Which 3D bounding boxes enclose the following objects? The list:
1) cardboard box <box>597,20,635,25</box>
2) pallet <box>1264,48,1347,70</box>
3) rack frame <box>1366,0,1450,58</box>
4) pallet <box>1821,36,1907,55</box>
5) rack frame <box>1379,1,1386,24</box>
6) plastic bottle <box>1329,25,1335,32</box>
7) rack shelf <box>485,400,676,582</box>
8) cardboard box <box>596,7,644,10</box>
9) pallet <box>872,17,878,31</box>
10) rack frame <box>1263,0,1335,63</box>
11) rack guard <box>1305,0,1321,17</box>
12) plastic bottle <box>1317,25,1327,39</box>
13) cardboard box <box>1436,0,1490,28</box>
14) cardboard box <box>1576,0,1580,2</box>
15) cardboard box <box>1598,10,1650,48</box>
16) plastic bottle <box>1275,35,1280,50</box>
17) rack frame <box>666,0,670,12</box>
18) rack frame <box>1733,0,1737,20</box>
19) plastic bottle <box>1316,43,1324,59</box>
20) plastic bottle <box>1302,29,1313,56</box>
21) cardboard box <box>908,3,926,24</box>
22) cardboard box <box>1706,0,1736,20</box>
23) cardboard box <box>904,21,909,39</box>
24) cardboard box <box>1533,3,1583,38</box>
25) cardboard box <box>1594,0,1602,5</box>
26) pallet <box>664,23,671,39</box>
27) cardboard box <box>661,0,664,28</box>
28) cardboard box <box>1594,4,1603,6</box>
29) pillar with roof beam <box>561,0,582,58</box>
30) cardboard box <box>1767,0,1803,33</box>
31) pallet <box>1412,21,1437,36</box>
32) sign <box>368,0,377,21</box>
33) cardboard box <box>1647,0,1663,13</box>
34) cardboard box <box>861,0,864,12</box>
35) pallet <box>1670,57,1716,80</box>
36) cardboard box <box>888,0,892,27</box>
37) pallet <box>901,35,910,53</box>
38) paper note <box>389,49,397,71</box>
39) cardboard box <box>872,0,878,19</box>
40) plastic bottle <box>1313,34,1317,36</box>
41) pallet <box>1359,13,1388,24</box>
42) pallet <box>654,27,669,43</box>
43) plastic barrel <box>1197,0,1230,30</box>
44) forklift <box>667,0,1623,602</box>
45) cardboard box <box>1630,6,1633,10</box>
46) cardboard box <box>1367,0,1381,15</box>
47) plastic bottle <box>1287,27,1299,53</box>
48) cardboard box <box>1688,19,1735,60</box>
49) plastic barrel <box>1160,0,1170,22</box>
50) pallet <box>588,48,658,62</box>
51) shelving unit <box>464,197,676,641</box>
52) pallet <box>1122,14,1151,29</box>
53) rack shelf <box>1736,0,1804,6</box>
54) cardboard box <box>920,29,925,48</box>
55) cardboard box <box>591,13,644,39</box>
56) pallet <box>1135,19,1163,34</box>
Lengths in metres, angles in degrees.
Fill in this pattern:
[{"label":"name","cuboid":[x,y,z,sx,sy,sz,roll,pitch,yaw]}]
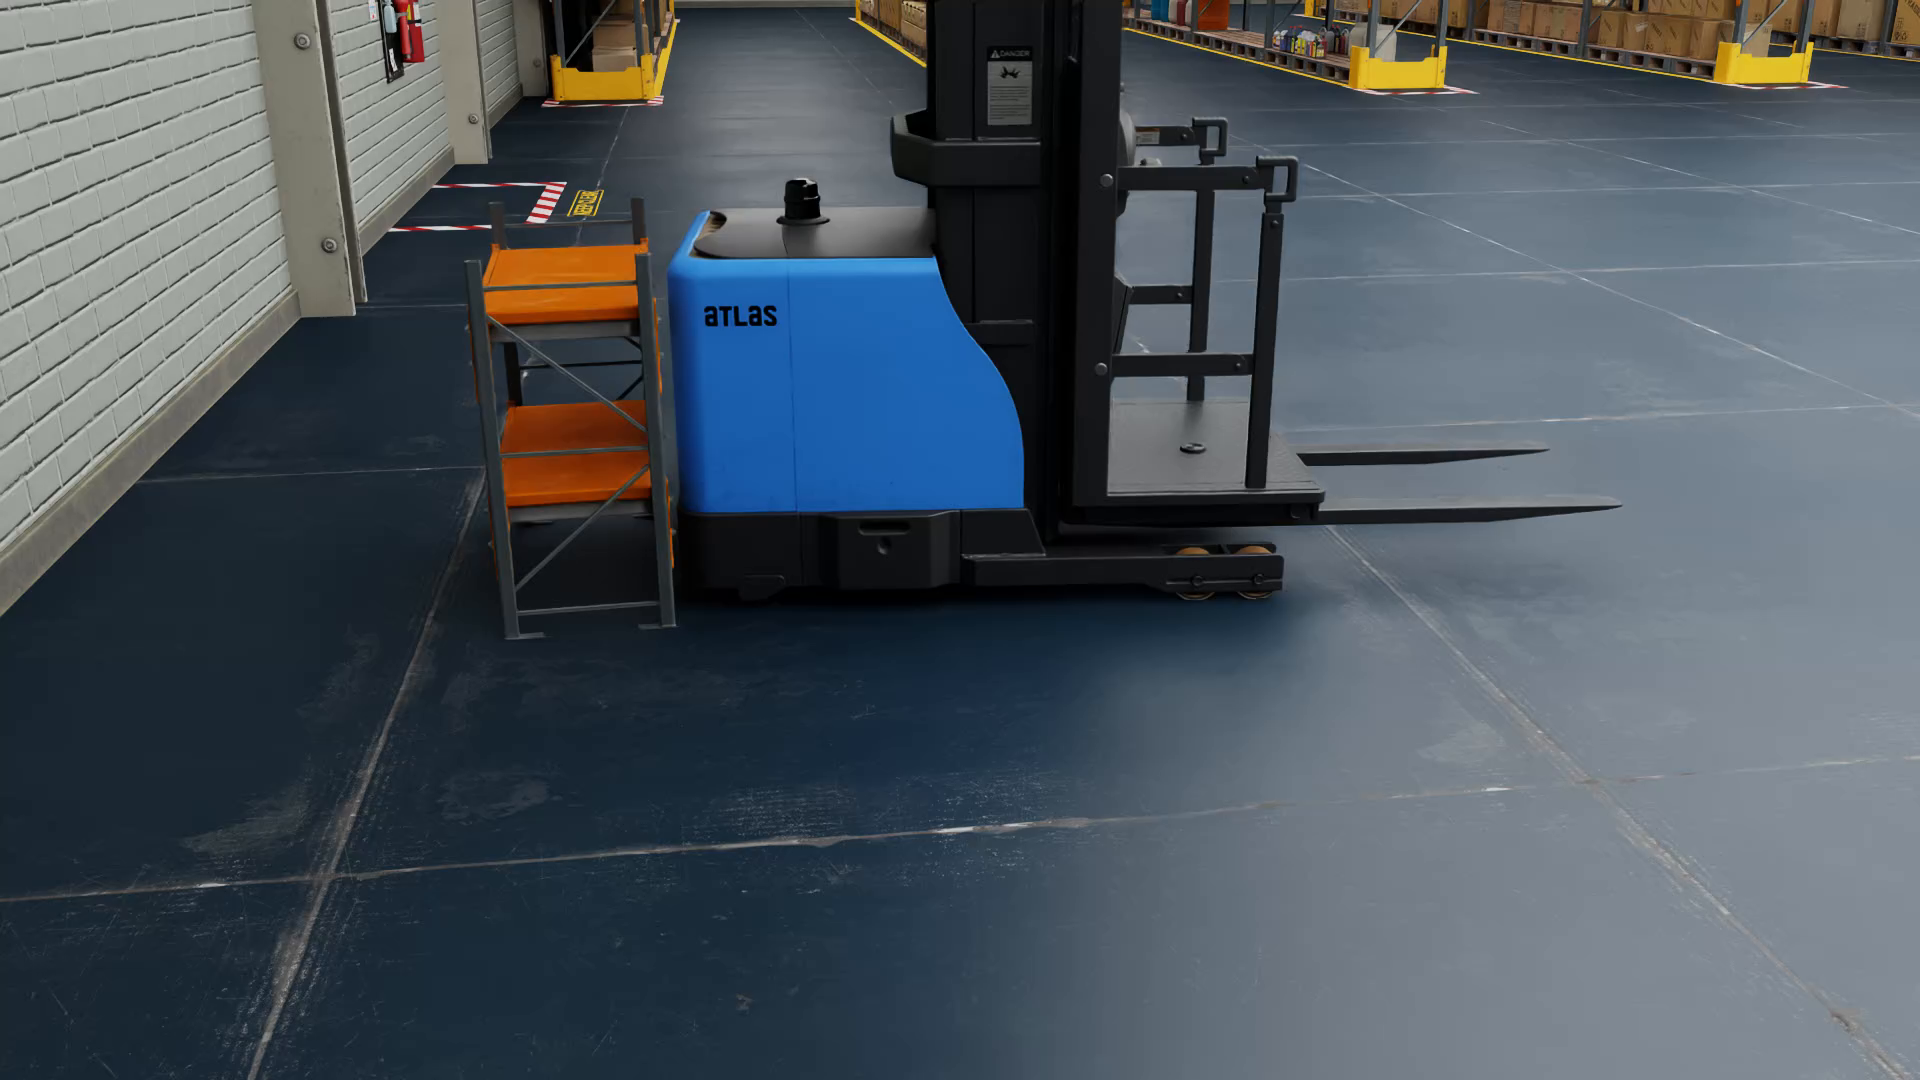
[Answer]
[{"label":"cardboard box","cuboid":[-4.603,-6.692,22.289,0.500,0.500,0.500,-4,21,-12]},{"label":"pallet","cuboid":[5.067,-6.973,24.083,1.003,0.211,1.213,-3,21,-8]},{"label":"rack frame","cuboid":[5.588,-7.129,20.515,1.000,3.000,0.127,-3,21,-8]},{"label":"pallet","cuboid":[14.650,-7.936,26.661,1.003,0.211,1.213,-3,21,-8]},{"label":"rack frame","cuboid":[8.760,-11.533,32.308,1.000,3.000,0.127,-3,21,-8]},{"label":"plastic bottle","cuboid":[5.390,-7.270,24.052,0.144,0.351,0.185,-3,21,-9]},{"label":"rack shelf","cuboid":[-1.203,-0.197,5.331,0.538,0.278,1.000,-4,21,-10]},{"label":"cardboard box","cuboid":[-5.254,-8.003,25.800,0.700,0.500,0.500,-3,21,-8]},{"label":"pallet","cuboid":[-1.142,-9.966,32.099,1.003,0.211,1.213,-3,21,-8]},{"label":"rack frame","cuboid":[5.012,-8.514,24.223,1.000,3.000,0.127,-3,21,-8]},{"label":"rack guard","cuboid":[8.180,-11.755,36.476,1.175,0.500,0.348,-3,21,-8]},{"label":"plastic bottle","cuboid":[5.247,-7.263,24.032,0.144,0.351,0.185,-3,21,-8]},{"label":"cardboard box","cuboid":[9.257,-9.590,29.541,1.225,0.875,0.875,-4,21,-10]},{"label":"cardboard box","cuboid":[13.205,-11.394,34.986,0.380,0.149,0.250,-2,21,-5]},{"label":"cardboard box","cuboid":[9.931,-7.649,24.880,0.500,0.500,0.500,-4,21,-9]},{"label":"plastic bottle","cuboid":[4.638,-7.241,24.187,0.097,0.201,0.097,0,20,0]},{"label":"rack frame","cuboid":[-6.522,-12.169,34.010,1.000,3.000,0.127,-3,21,-8]},{"label":"rack frame","cuboid":[14.259,-10.363,29.176,1.000,3.000,0.127,-3,21,-8]},{"label":"plastic bottle","cuboid":[4.890,-6.638,22.571,0.097,0.201,0.097,0,20,0]},{"label":"plastic bottle","cuboid":[4.833,-6.901,23.064,0.144,0.351,0.185,-2,21,-6]},{"label":"cardboard box","cuboid":[-0.527,-8.267,26.091,0.500,0.311,0.500,-3,21,-9]},{"label":"cardboard box","cuboid":[13.905,-9.604,30.115,0.500,0.500,0.500,-3,21,-8]},{"label":"cardboard box","cuboid":[-0.609,-8.188,26.683,0.500,0.250,0.500,-3,21,-9]},{"label":"cardboard box","cuboid":[9.714,-8.372,26.788,0.700,0.500,0.500,-5,21,-12]},{"label":"cardboard box","cuboid":[13.215,-11.027,34.002,0.380,0.149,0.250,-4,21,-10]},{"label":"pallet","cuboid":[-5.759,-9.214,30.084,1.003,0.211,1.213,-3,21,-8]},{"label":"cardboard box","cuboid":[-5.465,-9.153,28.409,0.750,0.750,0.750,-3,21,-8]},{"label":"cardboard box","cuboid":[13.232,-10.911,34.116,0.380,0.149,0.250,-4,21,-10]},{"label":"pillar with roof beam","cuboid":[-1.777,-11.933,24.803,9.100,9.000,0.400,-3,21,-8]},{"label":"cardboard box","cuboid":[14.387,-8.988,28.110,1.050,0.750,0.750,-3,21,-7]},{"label":"pallet","cuboid":[9.125,-9.540,30.958,1.003,0.211,1.213,-3,21,-8]},{"label":"sign","cuboid":[-4.011,-3.713,11.319,0.001,0.329,0.234,-3,21,-8]},{"label":"cardboard box","cuboid":[13.604,-10.322,32.037,0.500,0.500,0.500,-2,21,-5]},{"label":"cardboard box","cuboid":[-1.751,-10.962,34.080,0.500,0.250,0.500,-3,21,-8]},{"label":"pallet","cuboid":[10.396,-6.381,22.500,1.003,0.211,1.213,-3,21,-8]},{"label":"cardboard box","cuboid":[-0.990,-9.358,29.427,0.500,0.500,0.500,-4,21,-10]},{"label":"pallet","cuboid":[-0.387,-8.057,26.985,1.003,0.211,1.213,-3,21,-8]},{"label":"paper note","cuboid":[-4.032,-3.415,11.832,0.016,0.148,0.142,-3,21,-8]},{"label":"cardboard box","cuboid":[-1.407,-10.253,31.824,0.500,0.500,0.500,-3,21,-8]},{"label":"plastic bottle","cuboid":[4.949,-6.947,23.293,0.152,0.276,0.135,-3,21,-8]},{"label":"pallet","cuboid":[8.727,-10.494,33.512,1.003,0.211,1.213,-3,21,-8]},{"label":"pallet","cuboid":[-5.580,-8.791,28.951,1.003,0.211,1.213,-3,21,-8]},{"label":"plastic barrel","cuboid":[4.348,-9.247,28.689,0.600,0.830,0.708,-3,21,-8]},{"label":"forklift","cuboid":[0.618,-1.366,5.184,3.031,2.935,1.130,-1,21,-3]},{"label":"cardboard box","cuboid":[13.909,-10.844,33.937,0.380,0.149,0.250,-2,21,-6]},{"label":"cardboard box","cuboid":[8.744,-10.967,33.229,0.875,0.875,0.875,-3,21,-8]},{"label":"plastic bottle","cuboid":[4.745,-7.113,23.631,0.144,0.351,0.185,-4,21,-10]},{"label":"cardboard box","cuboid":[10.296,-6.826,22.679,0.500,0.500,0.500,2,21,6]},{"label":"plastic barrel","cuboid":[4.022,-10.063,30.770,0.600,0.901,0.708,-3,21,-8]},{"label":"pallet","cuboid":[-4.906,-6.977,24.095,1.003,0.211,1.213,-3,21,-8]},{"label":"shelving unit","cuboid":[-1.204,-0.426,5.245,0.538,1.125,1.048,-4,21,-10]},{"label":"pallet","cuboid":[3.714,-10.230,32.804,1.003,0.211,1.213,-3,21,-8]},{"label":"rack shelf","cuboid":[10.201,-7.734,23.164,1.077,0.370,4.000,-3,21,-8]},{"label":"cardboard box","cuboid":[-0.308,-7.478,24.780,0.500,0.250,0.500,-3,21,-9]},{"label":"cardboard box","cuboid":[-4.915,-7.303,23.926,0.700,0.500,0.500,-2,21,-6]},{"label":"pallet","cuboid":[3.928,-9.708,31.406,1.003,0.211,1.213,-3,21,-8]}]
